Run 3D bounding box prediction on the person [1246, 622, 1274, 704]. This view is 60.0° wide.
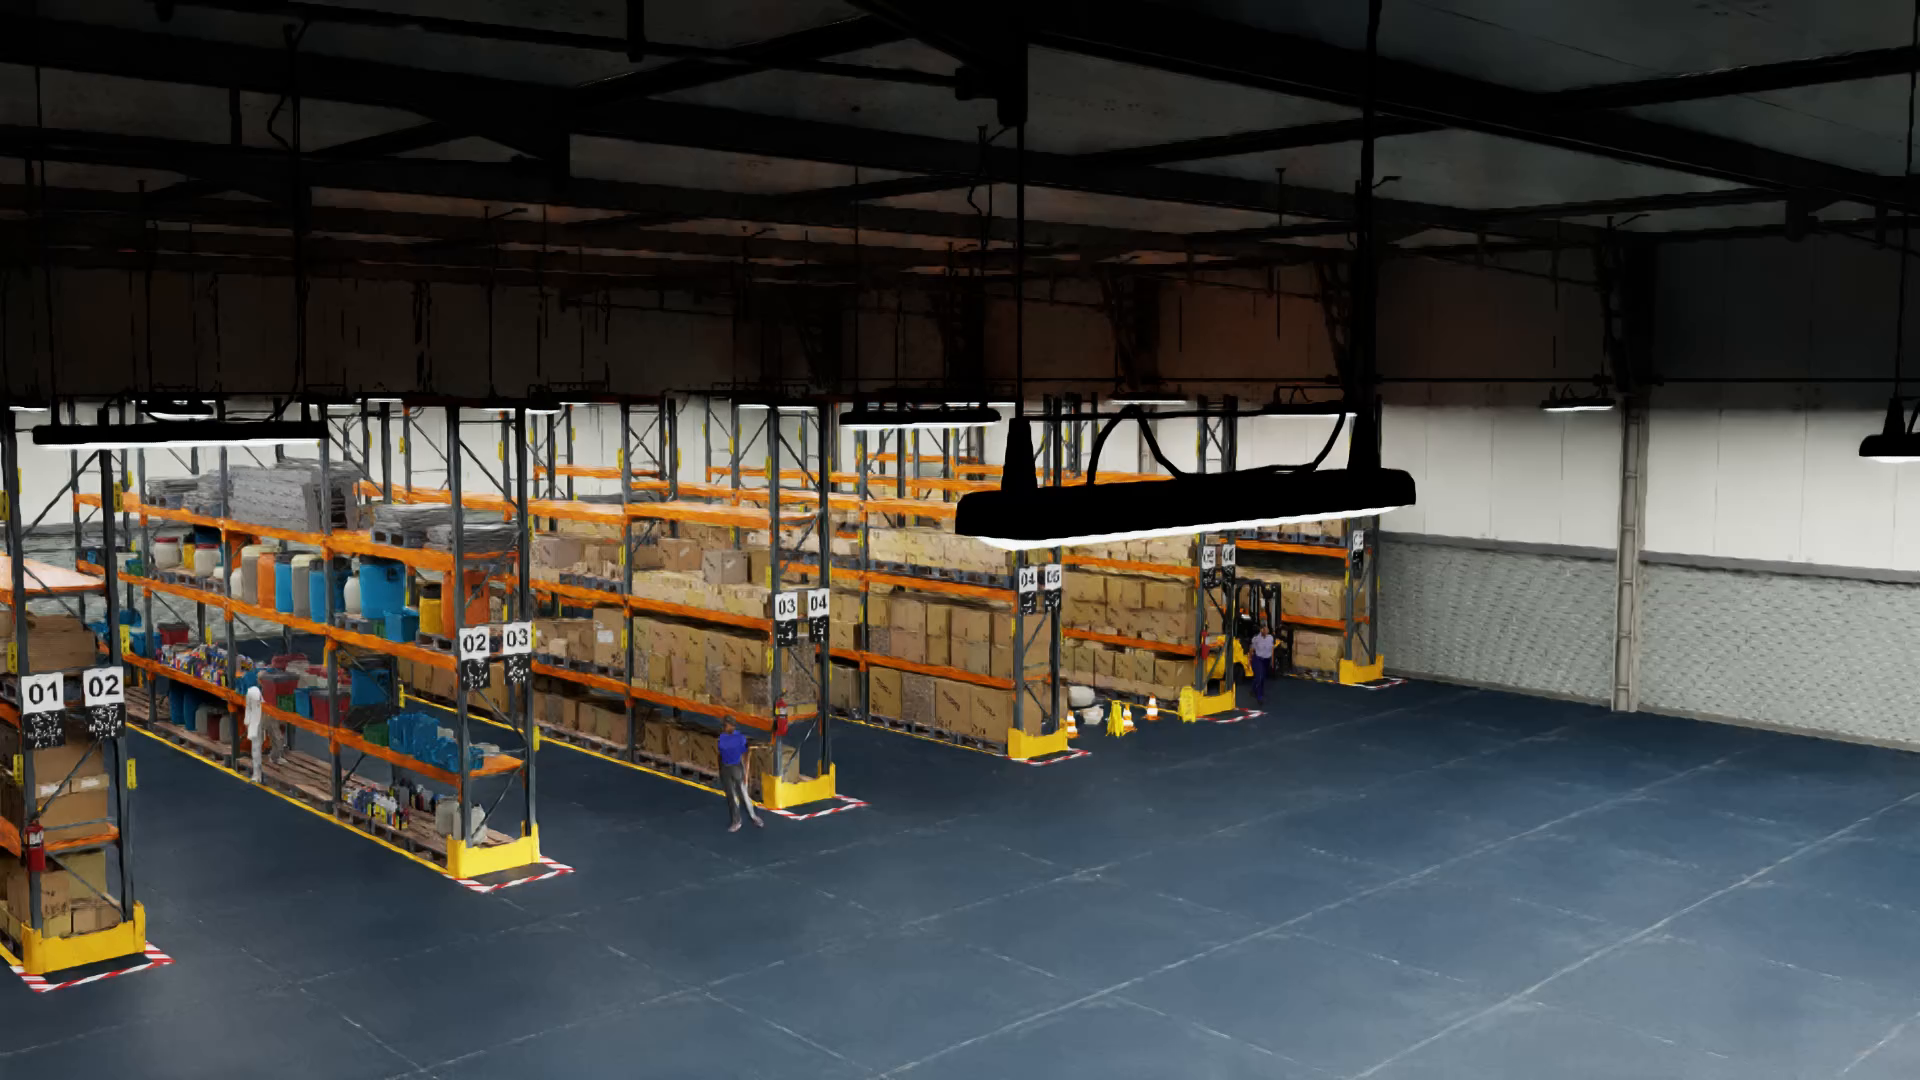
[{"bbox_3d":[5.912,2.381,32.696,0.526,1.581,0.935,-2,6,-24],"label":"person"}]

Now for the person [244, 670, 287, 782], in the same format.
[{"bbox_3d":[-10.942,2.894,26.198,0.636,1.741,1.052,-2,6,-22],"label":"person"}]

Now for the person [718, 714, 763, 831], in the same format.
[{"bbox_3d":[-3.098,3.248,23.311,0.629,1.650,0.438,2,6,17],"label":"person"}]
